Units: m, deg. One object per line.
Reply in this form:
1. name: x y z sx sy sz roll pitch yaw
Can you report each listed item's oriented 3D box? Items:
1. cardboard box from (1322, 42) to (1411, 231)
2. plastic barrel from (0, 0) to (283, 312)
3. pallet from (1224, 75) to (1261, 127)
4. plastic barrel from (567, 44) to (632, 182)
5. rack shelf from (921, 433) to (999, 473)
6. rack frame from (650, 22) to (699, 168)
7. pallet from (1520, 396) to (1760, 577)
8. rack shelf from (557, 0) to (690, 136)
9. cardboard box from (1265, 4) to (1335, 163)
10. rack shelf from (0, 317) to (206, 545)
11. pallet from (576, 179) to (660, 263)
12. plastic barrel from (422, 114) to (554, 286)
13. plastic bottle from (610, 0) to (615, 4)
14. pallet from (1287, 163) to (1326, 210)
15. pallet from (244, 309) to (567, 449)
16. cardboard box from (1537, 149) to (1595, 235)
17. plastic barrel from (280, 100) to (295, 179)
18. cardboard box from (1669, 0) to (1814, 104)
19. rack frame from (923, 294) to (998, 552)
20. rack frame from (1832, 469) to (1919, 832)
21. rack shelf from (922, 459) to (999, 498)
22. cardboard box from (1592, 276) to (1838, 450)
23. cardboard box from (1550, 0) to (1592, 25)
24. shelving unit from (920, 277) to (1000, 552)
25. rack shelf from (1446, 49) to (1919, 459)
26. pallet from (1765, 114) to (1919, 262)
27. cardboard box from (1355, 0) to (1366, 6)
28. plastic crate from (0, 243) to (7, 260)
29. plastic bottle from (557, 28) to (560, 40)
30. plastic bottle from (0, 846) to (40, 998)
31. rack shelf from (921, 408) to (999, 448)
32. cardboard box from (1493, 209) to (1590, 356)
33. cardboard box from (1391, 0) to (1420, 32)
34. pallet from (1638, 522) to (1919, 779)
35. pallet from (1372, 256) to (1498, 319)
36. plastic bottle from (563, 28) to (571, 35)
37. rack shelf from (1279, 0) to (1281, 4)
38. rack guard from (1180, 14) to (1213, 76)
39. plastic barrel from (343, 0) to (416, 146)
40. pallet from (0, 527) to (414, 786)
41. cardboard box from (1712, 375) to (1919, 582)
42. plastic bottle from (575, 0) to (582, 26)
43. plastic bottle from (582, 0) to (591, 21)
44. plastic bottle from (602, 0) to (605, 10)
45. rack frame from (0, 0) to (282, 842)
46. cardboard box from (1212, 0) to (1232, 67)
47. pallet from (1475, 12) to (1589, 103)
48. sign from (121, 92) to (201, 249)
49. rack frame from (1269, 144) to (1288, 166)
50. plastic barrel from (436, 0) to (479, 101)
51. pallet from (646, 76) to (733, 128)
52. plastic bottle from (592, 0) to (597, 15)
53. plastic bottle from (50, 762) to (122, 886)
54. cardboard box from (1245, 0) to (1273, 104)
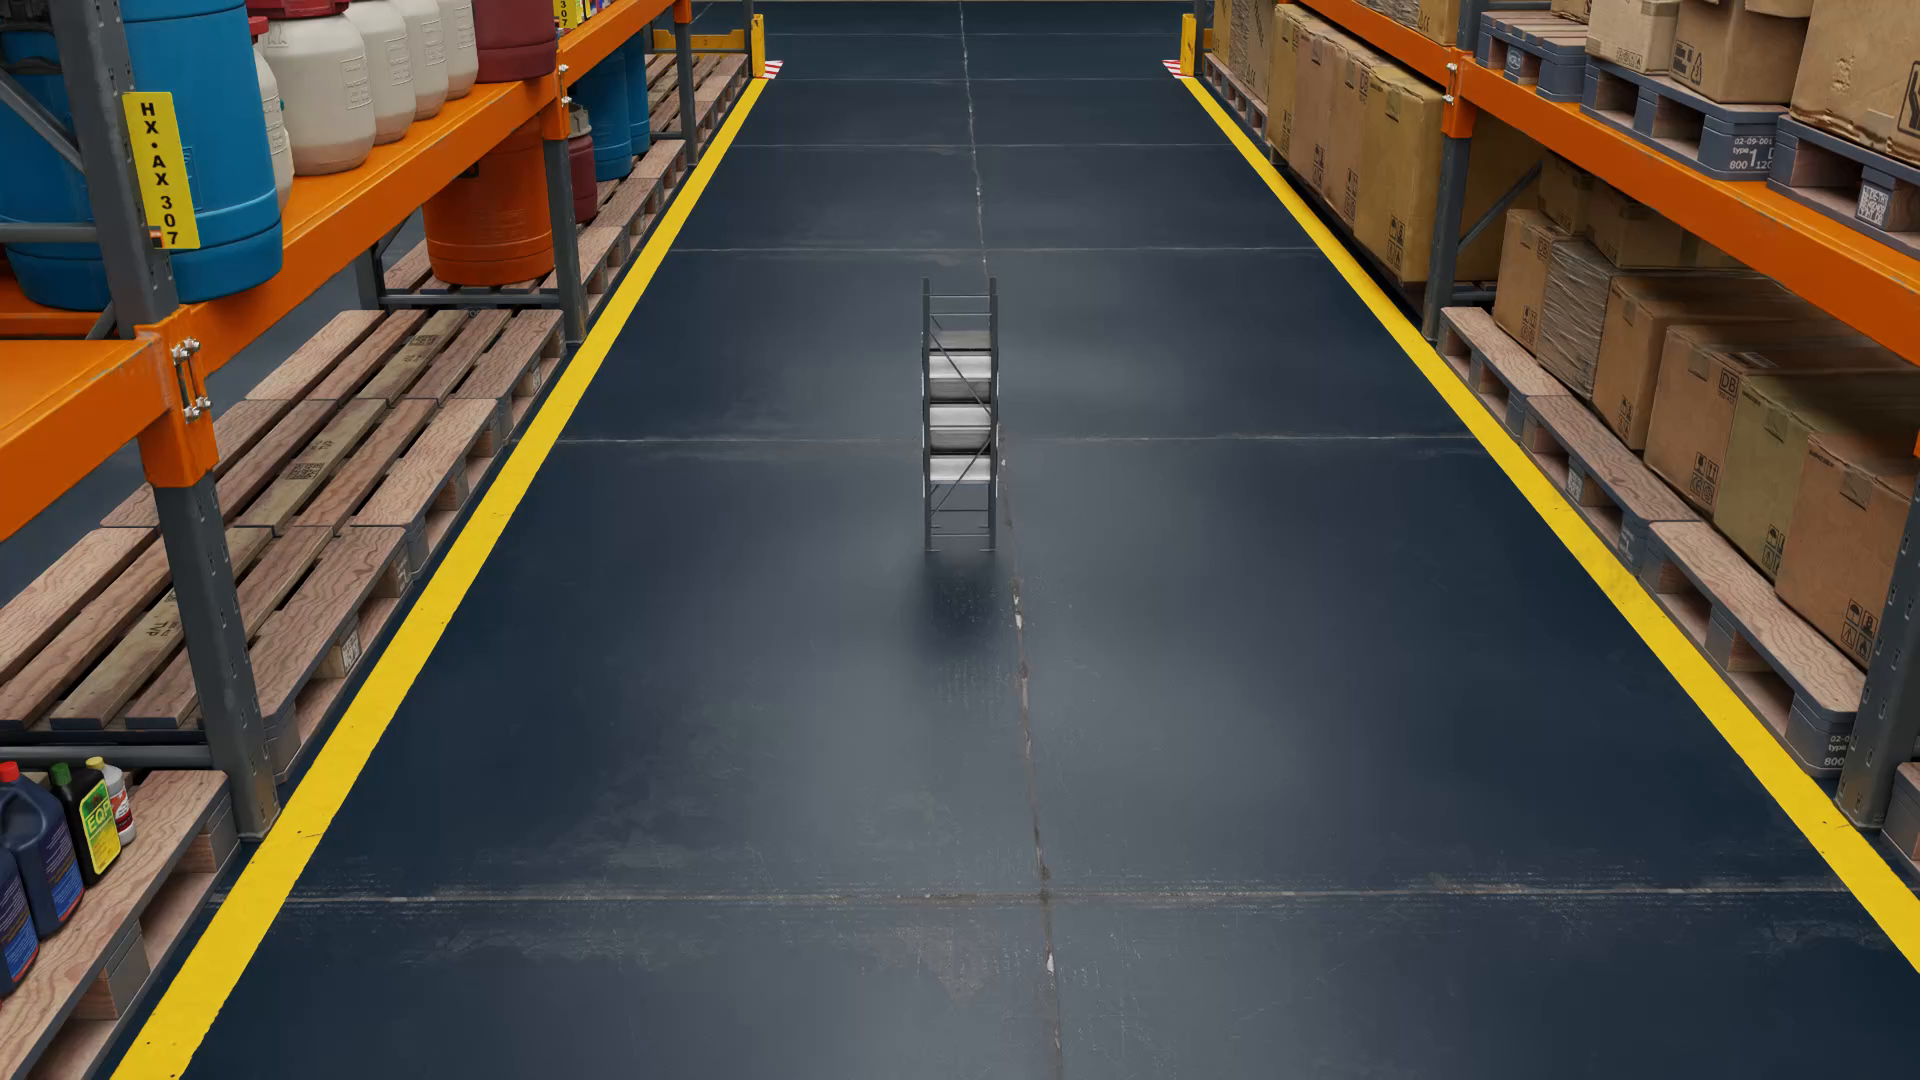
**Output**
1. cardboard box: 2.701 -2.191 9.023 1.225 0.875 0.875 0 24 0
2. plastic barrel: -1.920 -1.035 3.789 0.600 0.901 0.708 0 24 -1
3. pallet: 2.700 -3.511 13.258 1.003 0.211 1.213 0 24 -1
4. plastic barrel: -2.310 -2.661 10.031 0.600 0.901 0.708 0 24 -1
5. rack shelf: 0.000 -0.301 5.623 0.258 0.077 0.200 0 24 -1
6. rack frame: -2.306 -3.942 10.826 1.000 3.000 0.127 0 24 -1
7. pallet: 2.708 -0.222 5.985 1.003 0.211 1.213 0 24 -1
8. rack shelf: -2.284 -2.790 9.152 1.077 0.370 4.000 0 24 -1
9. cardboard box: 2.674 -2.924 10.644 1.225 0.875 0.875 0 24 0
10. rack shelf: -2.197 0.506 1.863 1.077 0.370 4.000 0 24 -1
11. pallet: -2.323 -1.849 9.583 1.003 0.211 1.213 0 24 -1
12. plastic barrel: -2.285 -1.698 7.988 0.600 0.830 0.708 0 24 -1
13. plastic bottle: -1.957 -3.088 8.999 0.144 0.351 0.185 0 24 -1
14. pallet: 2.730 -2.376 10.748 1.003 0.211 1.213 0 24 -1
15. pallet: -2.293 -0.704 7.050 1.003 0.211 1.213 0 24 -1
16. cardboard box: 2.727 -1.443 6.891 0.500 0.250 0.500 1 24 2
17. plastic barrel: -2.080 -1.129 4.773 0.301 0.262 0.301 0 24 0
18. cardboard box: 2.622 -1.620 5.057 0.797 0.503 0.637 2 24 5
19. rack frame: 0.001 -0.371 5.479 0.240 0.900 0.006 0 24 -1
20. rack frame: 2.734 -0.668 3.587 1.000 3.000 0.127 0 24 -1
21. rack shelf: 0.000 -0.219 5.660 0.258 0.077 0.200 0 24 -1
22. cardboard box: 2.749 -0.640 6.024 0.700 0.500 0.500 2 24 4
23. cardboard box: 2.736 -2.331 6.632 0.500 0.500 0.500 -3 25 -7
24. shelving unit: 0.000 -0.413 5.572 0.258 0.900 0.210 0 24 -1
25. rack shelf: 2.712 -1.164 5.557 1.077 0.370 4.000 0 24 -1
26. pallet: 2.871 -0.896 4.324 1.003 0.211 1.213 0 24 -1
27. cardboard box: 2.424 -3.193 9.049 0.500 0.500 0.500 0 24 0
28. plastic crate: -2.530 -0.873 3.962 0.402 0.464 0.583 0 24 -1
29. plastic bottle: -1.918 -2.463 7.712 0.097 0.271 0.097 0 24 0
30. plastic bottle: -1.922 0.704 3.234 0.144 0.351 0.185 -1 24 -3
31. rack shelf: 0.000 -0.383 5.586 0.258 0.077 0.200 0 24 -1
32. cardboard box: 2.717 -1.102 7.045 0.700 0.500 0.500 -2 24 -3
33. cardboard box: 2.437 -2.769 8.112 0.500 0.500 0.500 0 24 -1
34. pallet: 2.724 0.282 4.871 1.003 0.211 1.213 0 24 -1
35. pallet: 2.757 -1.371 8.525 1.003 0.211 1.213 0 24 -1
36. plastic bottle: -1.902 -2.556 7.903 0.061 0.283 0.133 0 24 -1
37. rack shelf: 2.625 -4.461 12.846 1.077 0.370 4.000 0 24 -1
38. rack guard: 2.603 -4.484 15.057 1.175 0.500 0.348 0 24 -1
39. plastic barrel: -2.023 -1.583 5.446 0.433 0.535 0.433 0 24 0
40. pallet: -2.266 0.302 4.827 1.003 0.211 1.213 0 24 -1
41. cardboard box: 2.762 -0.179 5.005 0.700 0.500 0.500 0 24 -1
42. plastic bottle: -1.905 -2.667 8.147 0.061 0.283 0.133 0 24 -1
43. plastic bottle: -1.907 -2.762 8.358 0.061 0.283 0.133 0 24 -1
44. plastic bottle: -1.930 -2.939 8.764 0.097 0.271 0.097 0 24 0
45. rack frame: -2.219 -0.646 3.537 1.000 3.000 0.127 0 24 -1
46. cardboard box: 2.690 -4.573 14.289 0.875 0.875 0.875 0 24 -1
47. pallet: 2.804 -1.936 6.622 1.213 0.211 1.003 0 24 -1
48. sign: -1.669 -0.770 3.476 0.100 0.325 0.005 0 24 -1
49. rack frame: 2.647 -3.964 10.875 1.000 3.000 0.127 0 24 -1
50. plastic barrel: -2.038 -1.922 6.224 0.421 0.512 0.421 0 24 0
51. pallet: -2.369 -3.478 13.185 1.003 0.211 1.213 0 24 -1
52. plastic bottle: -1.928 -2.844 8.554 0.097 0.271 0.097 0 24 0
53. plastic bottle: -1.884 0.588 3.571 0.061 0.283 0.133 1 24 2
54. cardboard box: 2.709 -3.831 12.649 0.875 0.875 0.875 0 24 -1
